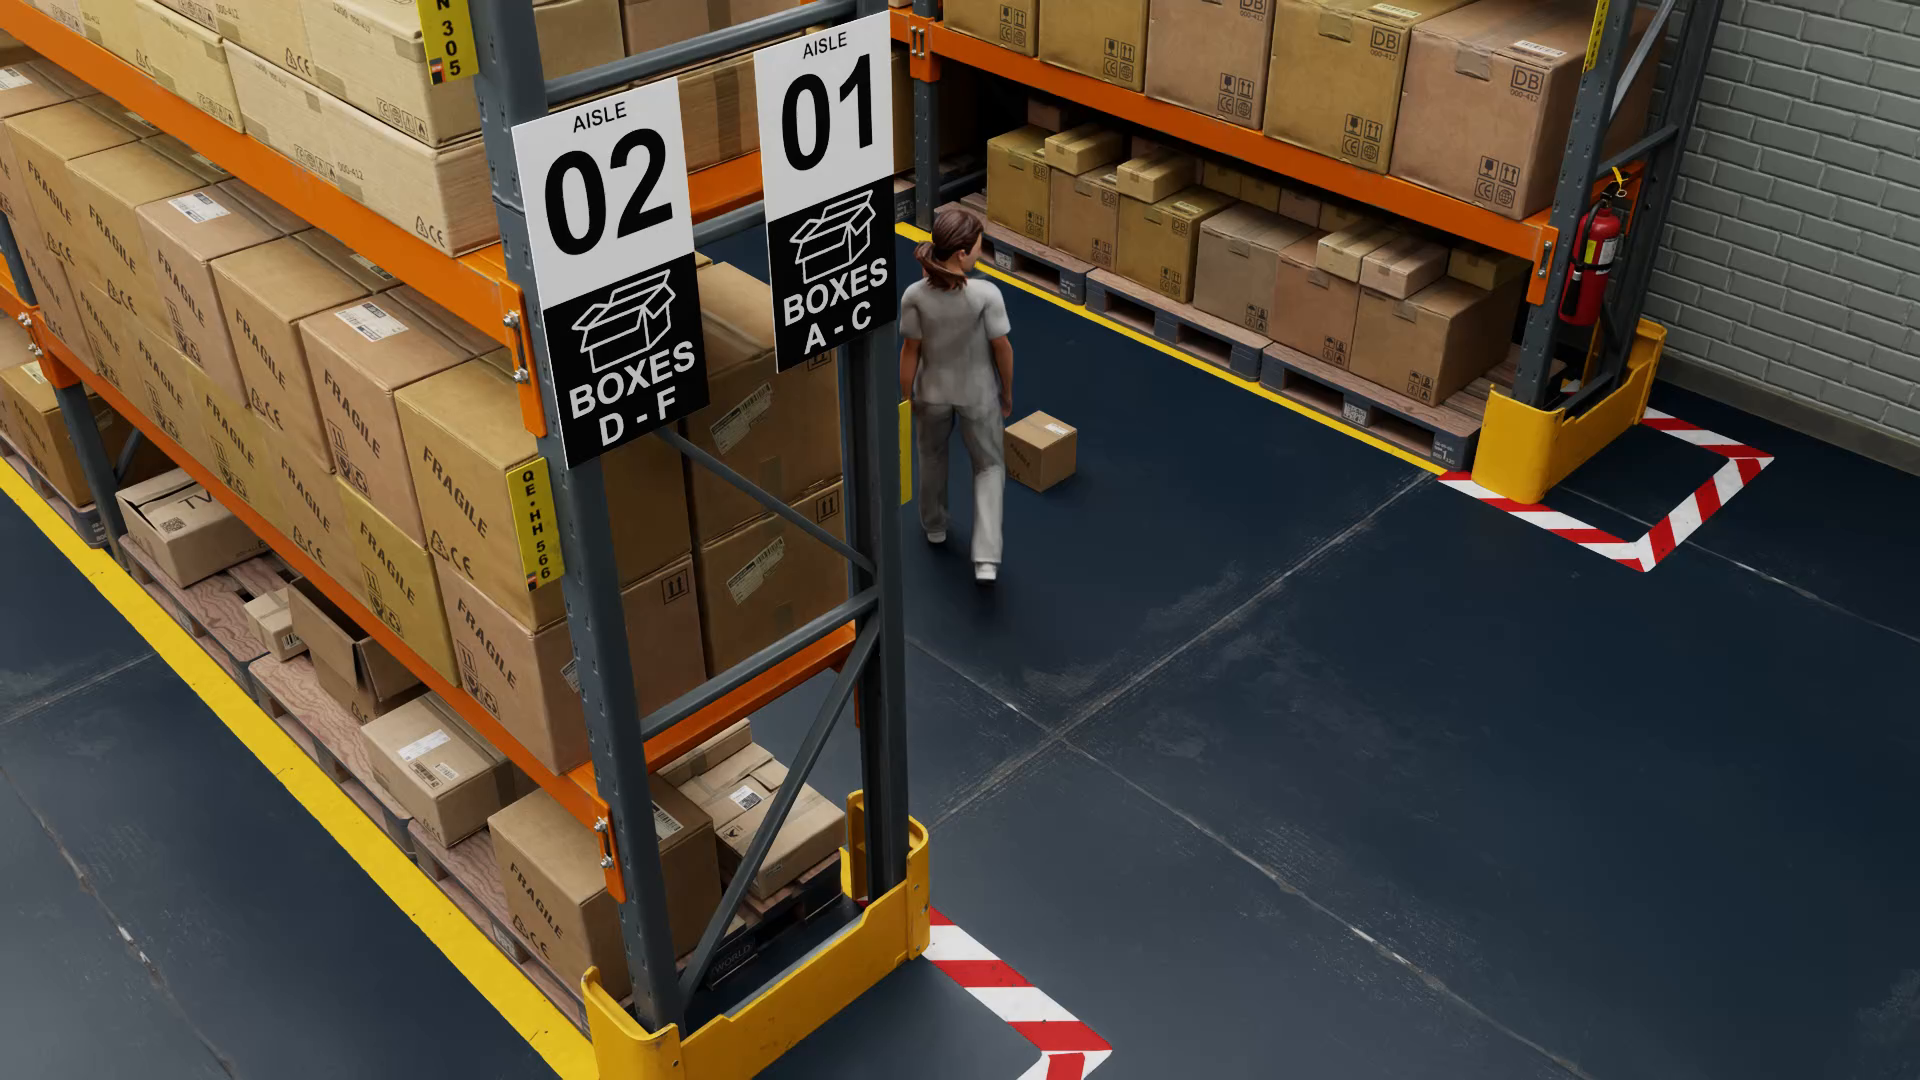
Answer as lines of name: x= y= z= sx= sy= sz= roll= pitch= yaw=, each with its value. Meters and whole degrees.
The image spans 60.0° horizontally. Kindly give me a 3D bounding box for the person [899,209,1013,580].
person: x=-0.014 y=-0.590 z=6.959 sx=0.470 sy=1.655 sz=0.804 roll=3 pitch=36 yaw=4
